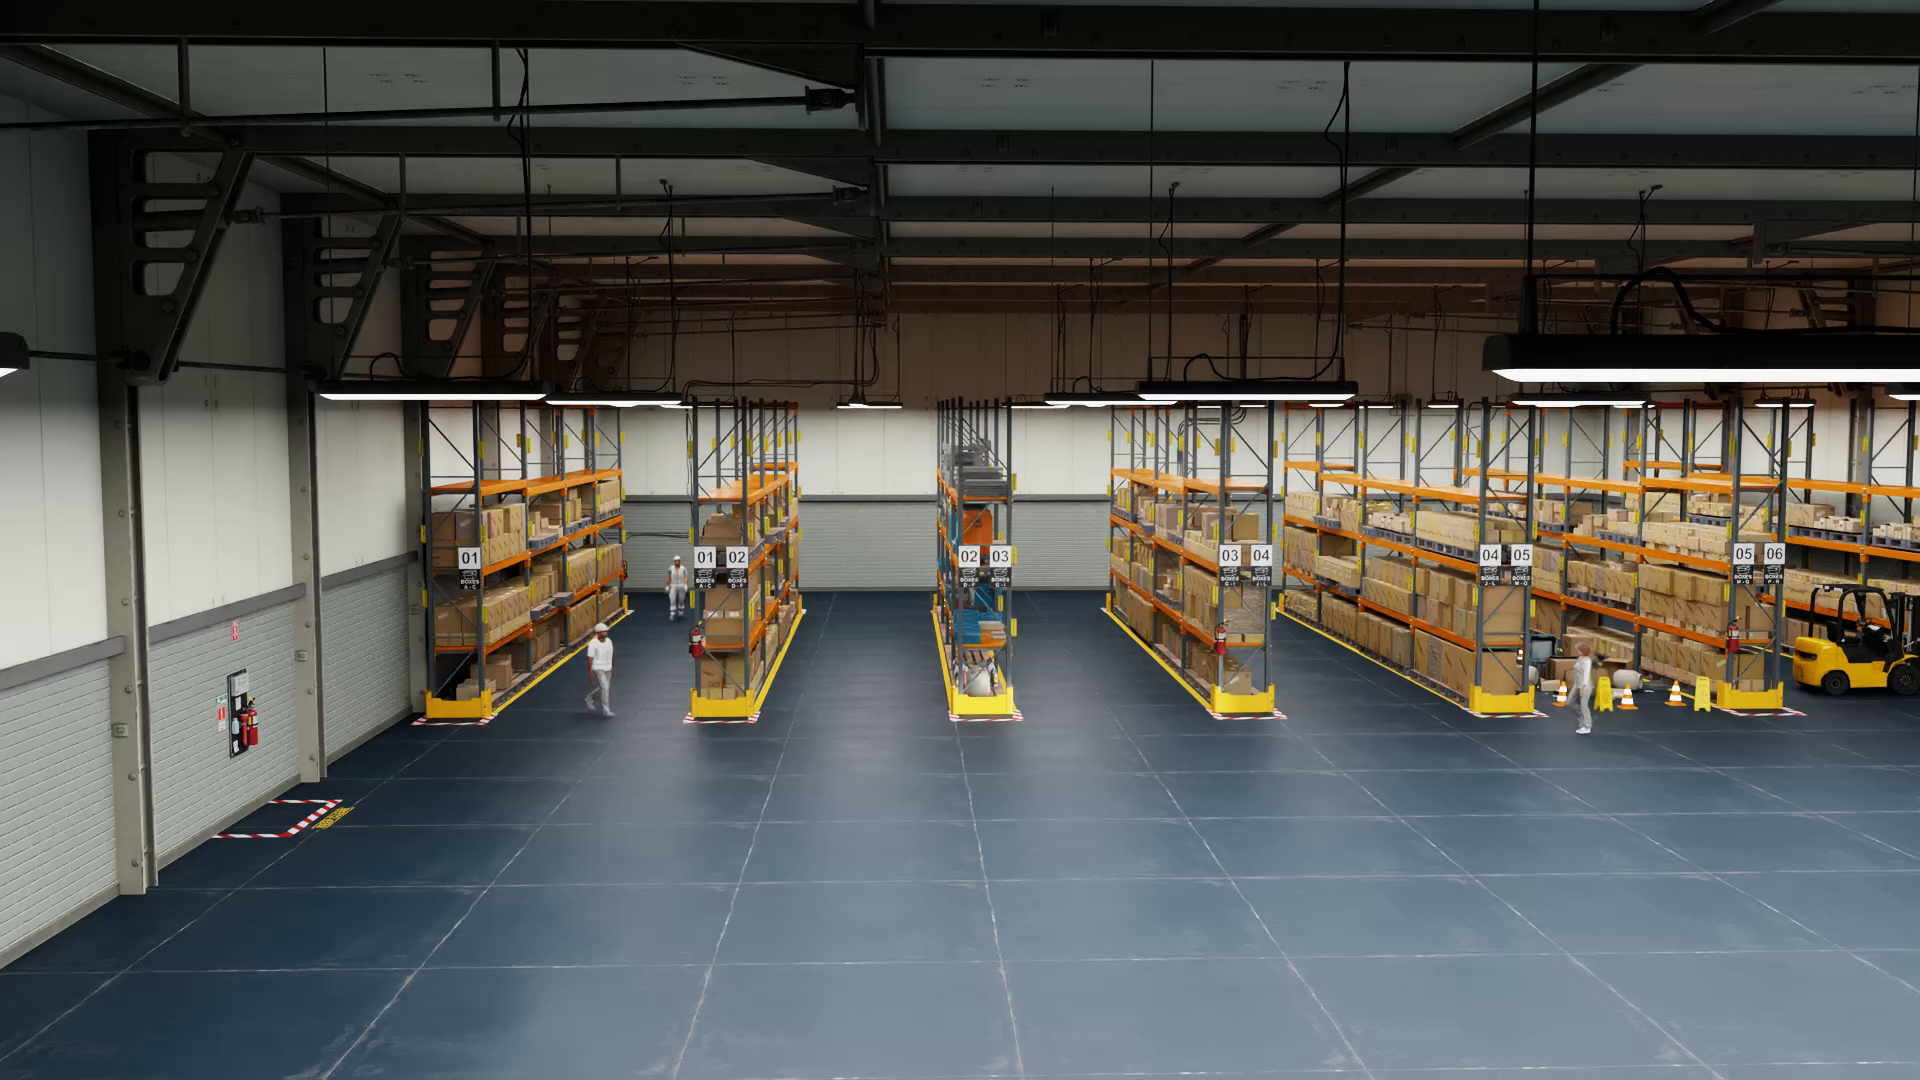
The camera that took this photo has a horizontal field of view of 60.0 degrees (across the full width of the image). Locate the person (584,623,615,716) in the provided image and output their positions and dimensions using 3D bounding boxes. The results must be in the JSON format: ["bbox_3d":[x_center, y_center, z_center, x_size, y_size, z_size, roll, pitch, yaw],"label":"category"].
[{"bbox_3d":[-6.780,2.423,31.332,0.913,1.731,0.612,3,5,34],"label":"person"}]

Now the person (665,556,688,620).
[{"bbox_3d":[-7.792,1.297,45.696,0.622,1.721,1.050,-1,4,-7],"label":"person"}]

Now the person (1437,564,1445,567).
[{"bbox_3d":[12.843,1.464,44.360,0.476,1.671,0.431,-3,6,-38],"label":"person"}]

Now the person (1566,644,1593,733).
[{"bbox_3d":[11.022,2.631,29.473,0.405,1.592,0.417,-1,5,-15],"label":"person"}]
